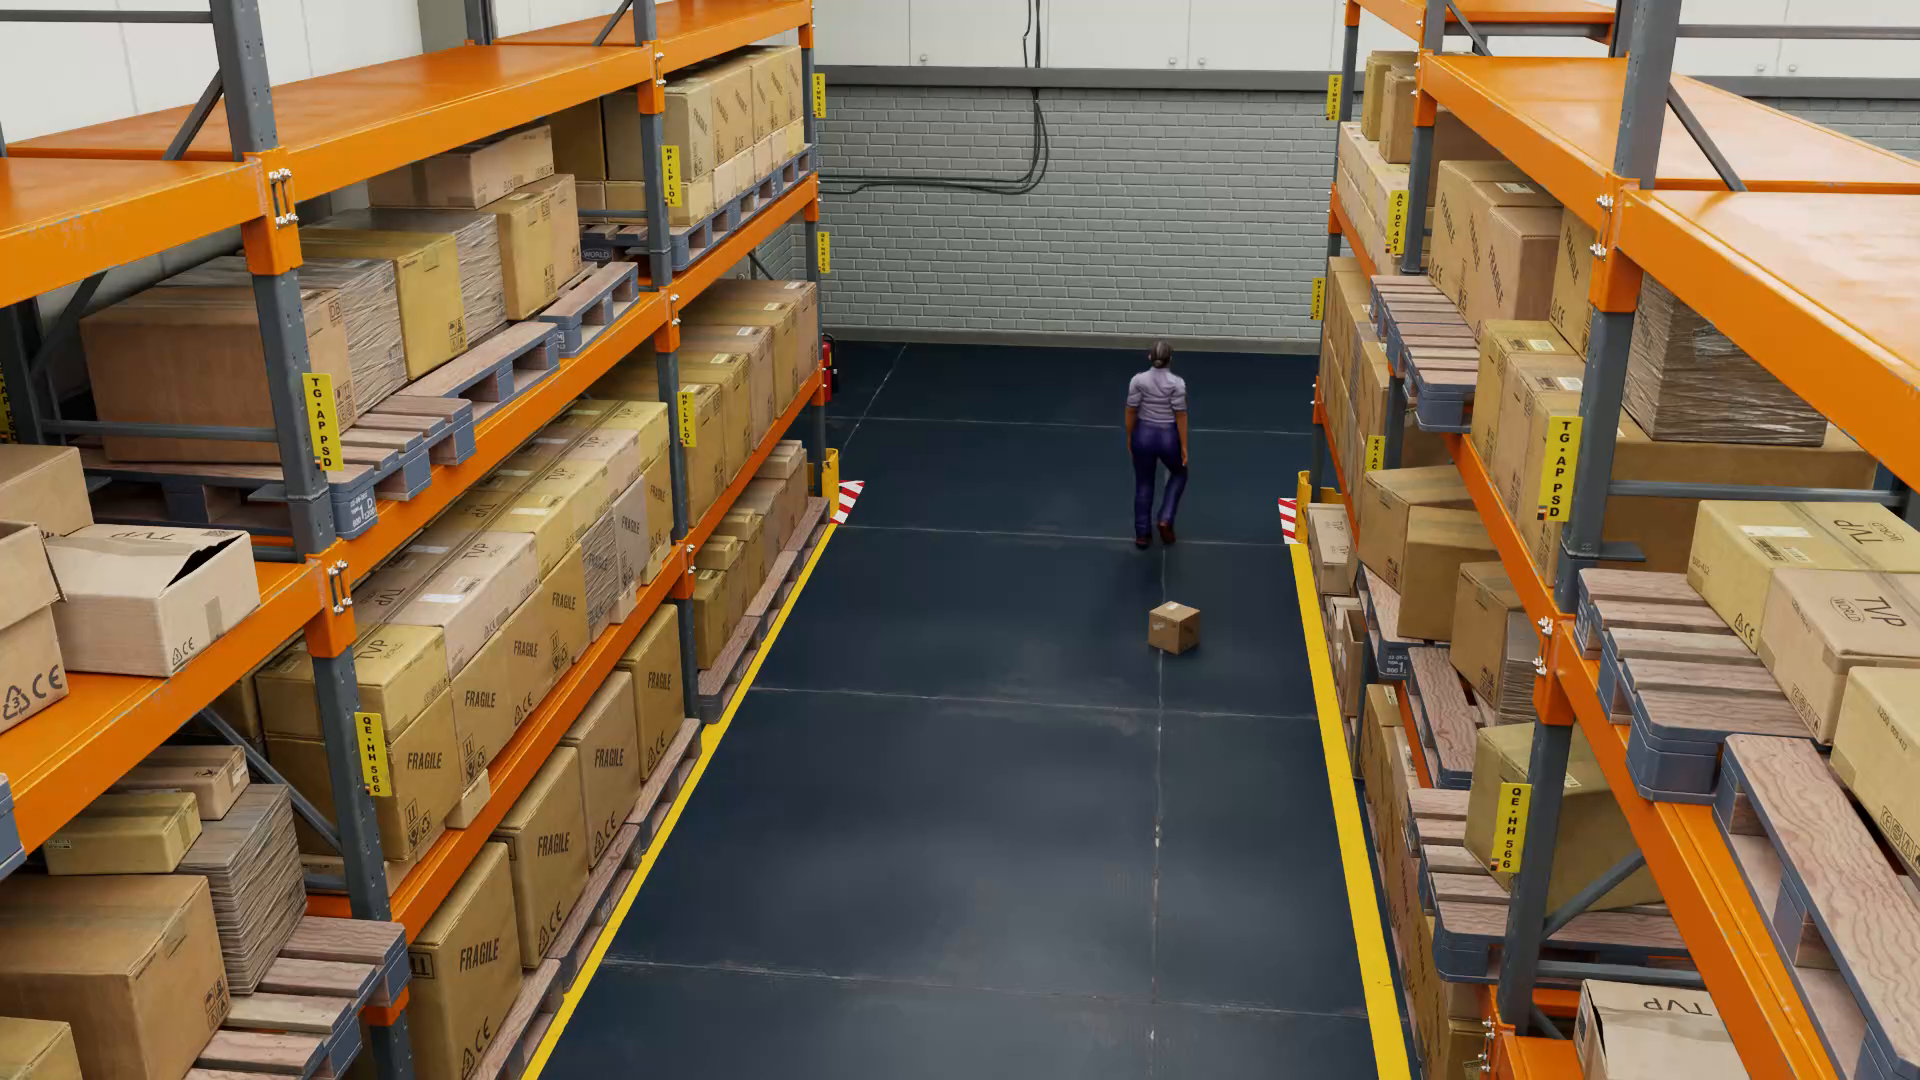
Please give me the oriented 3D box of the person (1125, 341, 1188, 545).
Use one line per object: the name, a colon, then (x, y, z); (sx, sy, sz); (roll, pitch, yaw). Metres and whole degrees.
person: (1.551, -0.755, 13.036); (0.513, 1.689, 0.469); (6, 22, 14)
